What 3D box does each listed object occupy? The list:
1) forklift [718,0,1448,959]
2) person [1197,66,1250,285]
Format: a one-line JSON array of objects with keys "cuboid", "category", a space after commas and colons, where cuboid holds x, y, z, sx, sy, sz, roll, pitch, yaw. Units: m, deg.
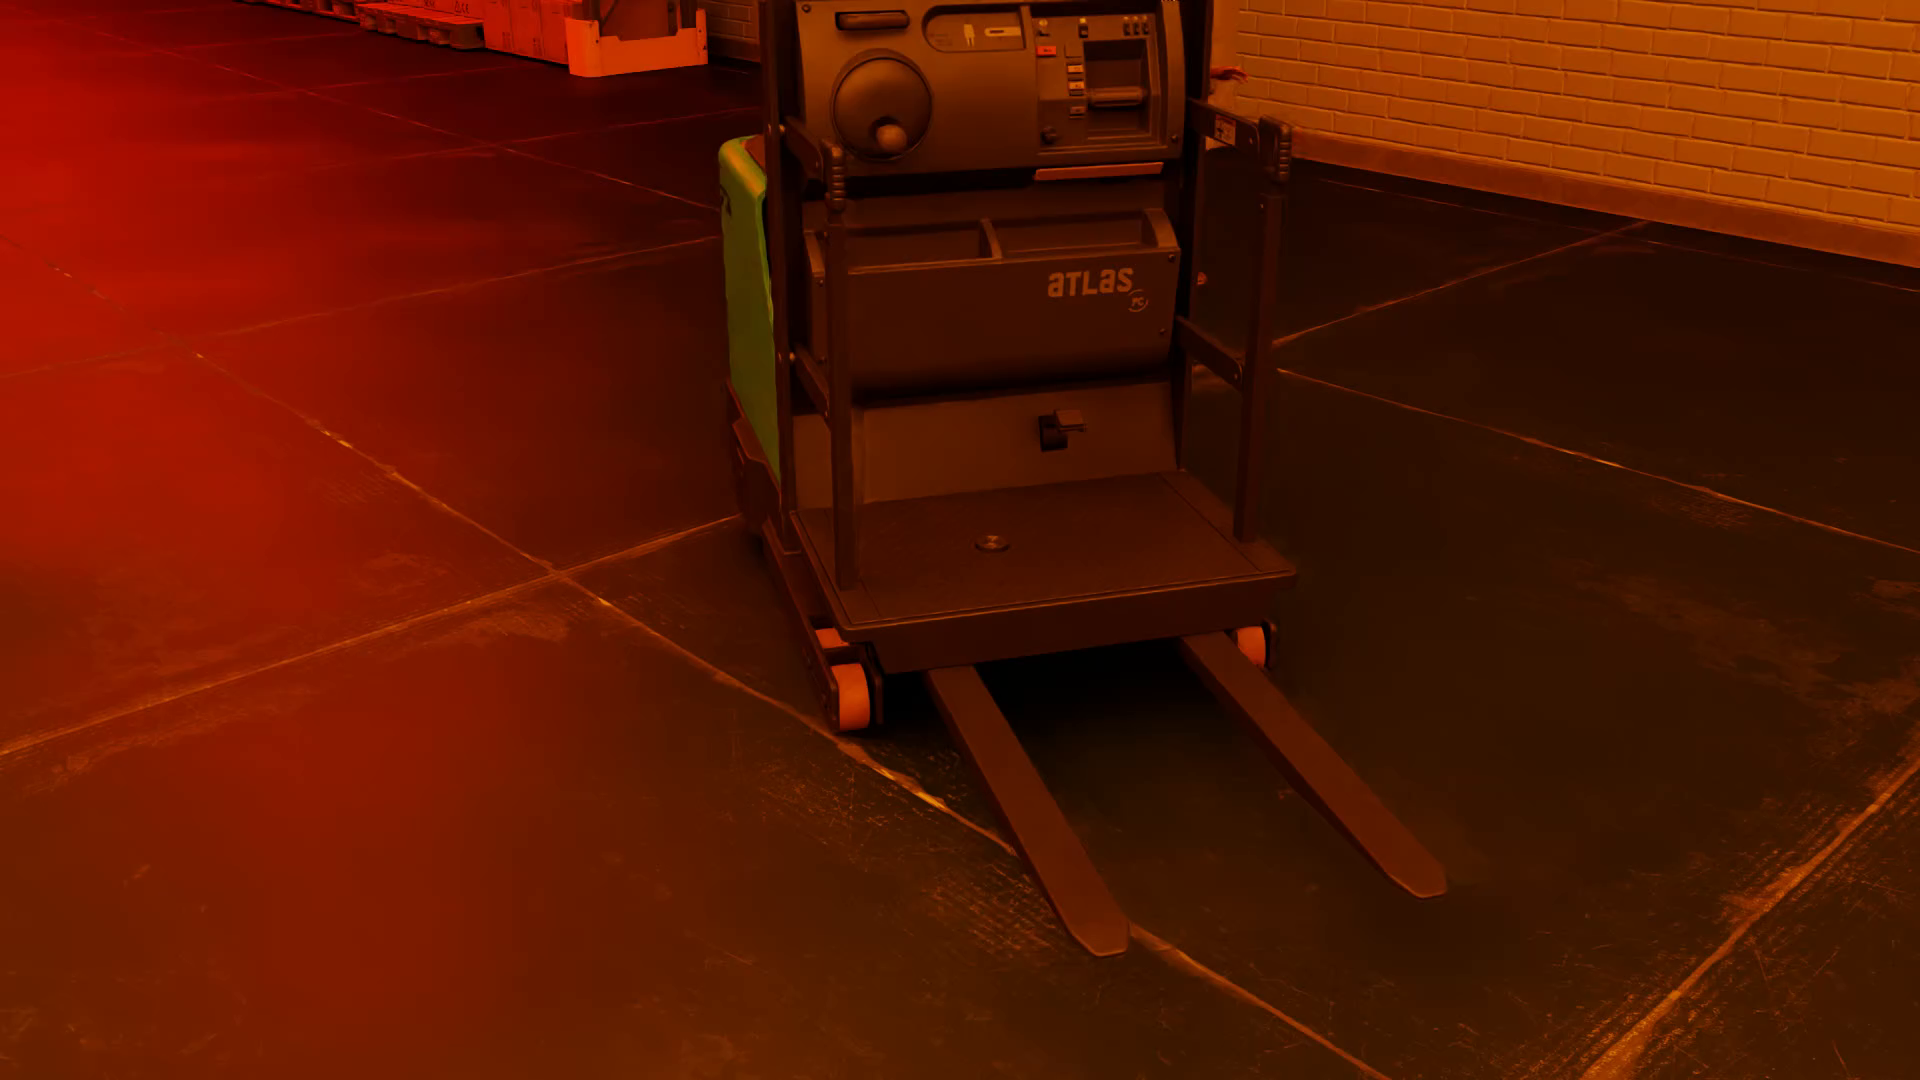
[{"cuboid": [0.143, -1.062, 3.709, 1.130, 2.935, 3.031, -6, 25, -14], "category": "forklift"}, {"cuboid": [0.909, -1.778, 7.079, 0.817, 1.533, 0.785, -7, 25, -16], "category": "person"}]
